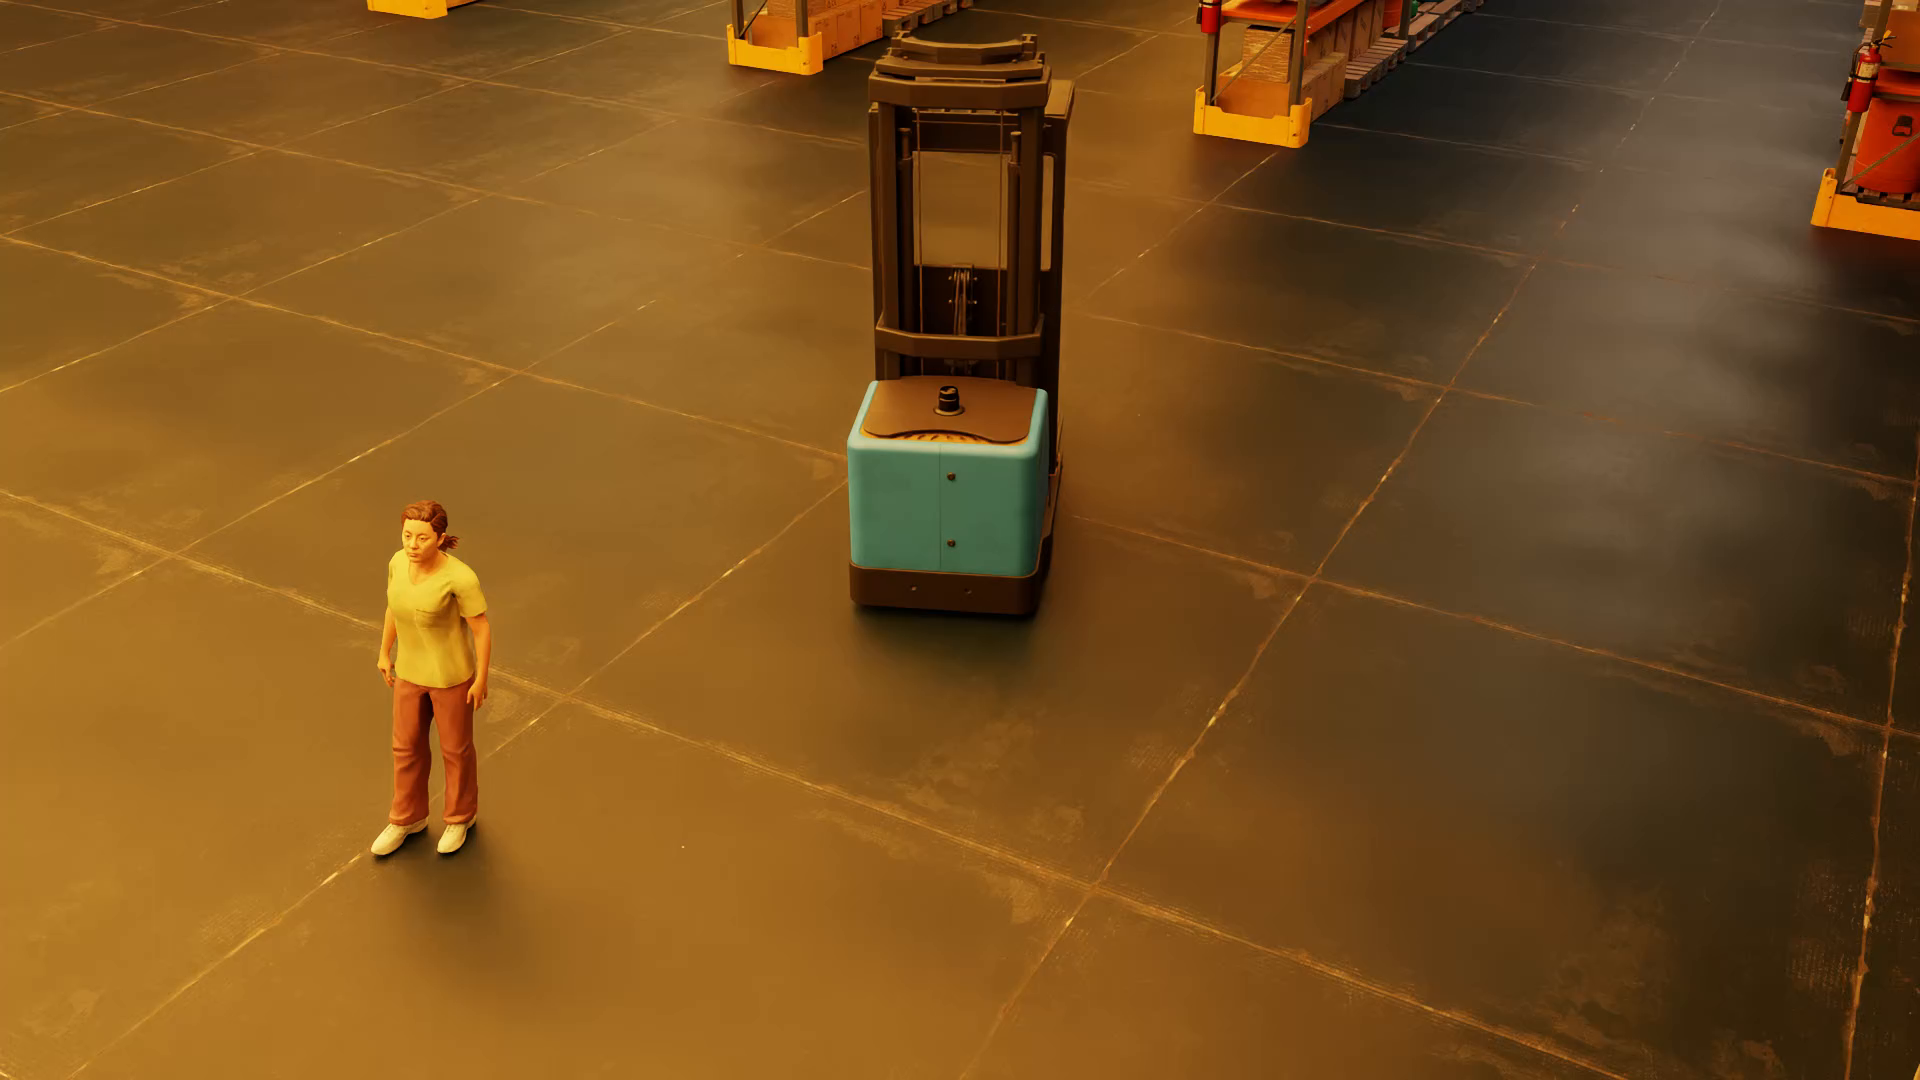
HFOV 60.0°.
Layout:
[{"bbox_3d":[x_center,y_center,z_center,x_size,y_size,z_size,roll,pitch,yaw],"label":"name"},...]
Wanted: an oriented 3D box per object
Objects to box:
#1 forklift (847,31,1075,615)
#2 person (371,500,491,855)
[{"bbox_3d":[0.072,-1.572,9.794,1.130,2.935,3.031,3,30,6],"label":"forklift"},{"bbox_3d":[-2.324,0.622,7.235,0.555,1.676,0.550,10,31,17],"label":"person"}]
